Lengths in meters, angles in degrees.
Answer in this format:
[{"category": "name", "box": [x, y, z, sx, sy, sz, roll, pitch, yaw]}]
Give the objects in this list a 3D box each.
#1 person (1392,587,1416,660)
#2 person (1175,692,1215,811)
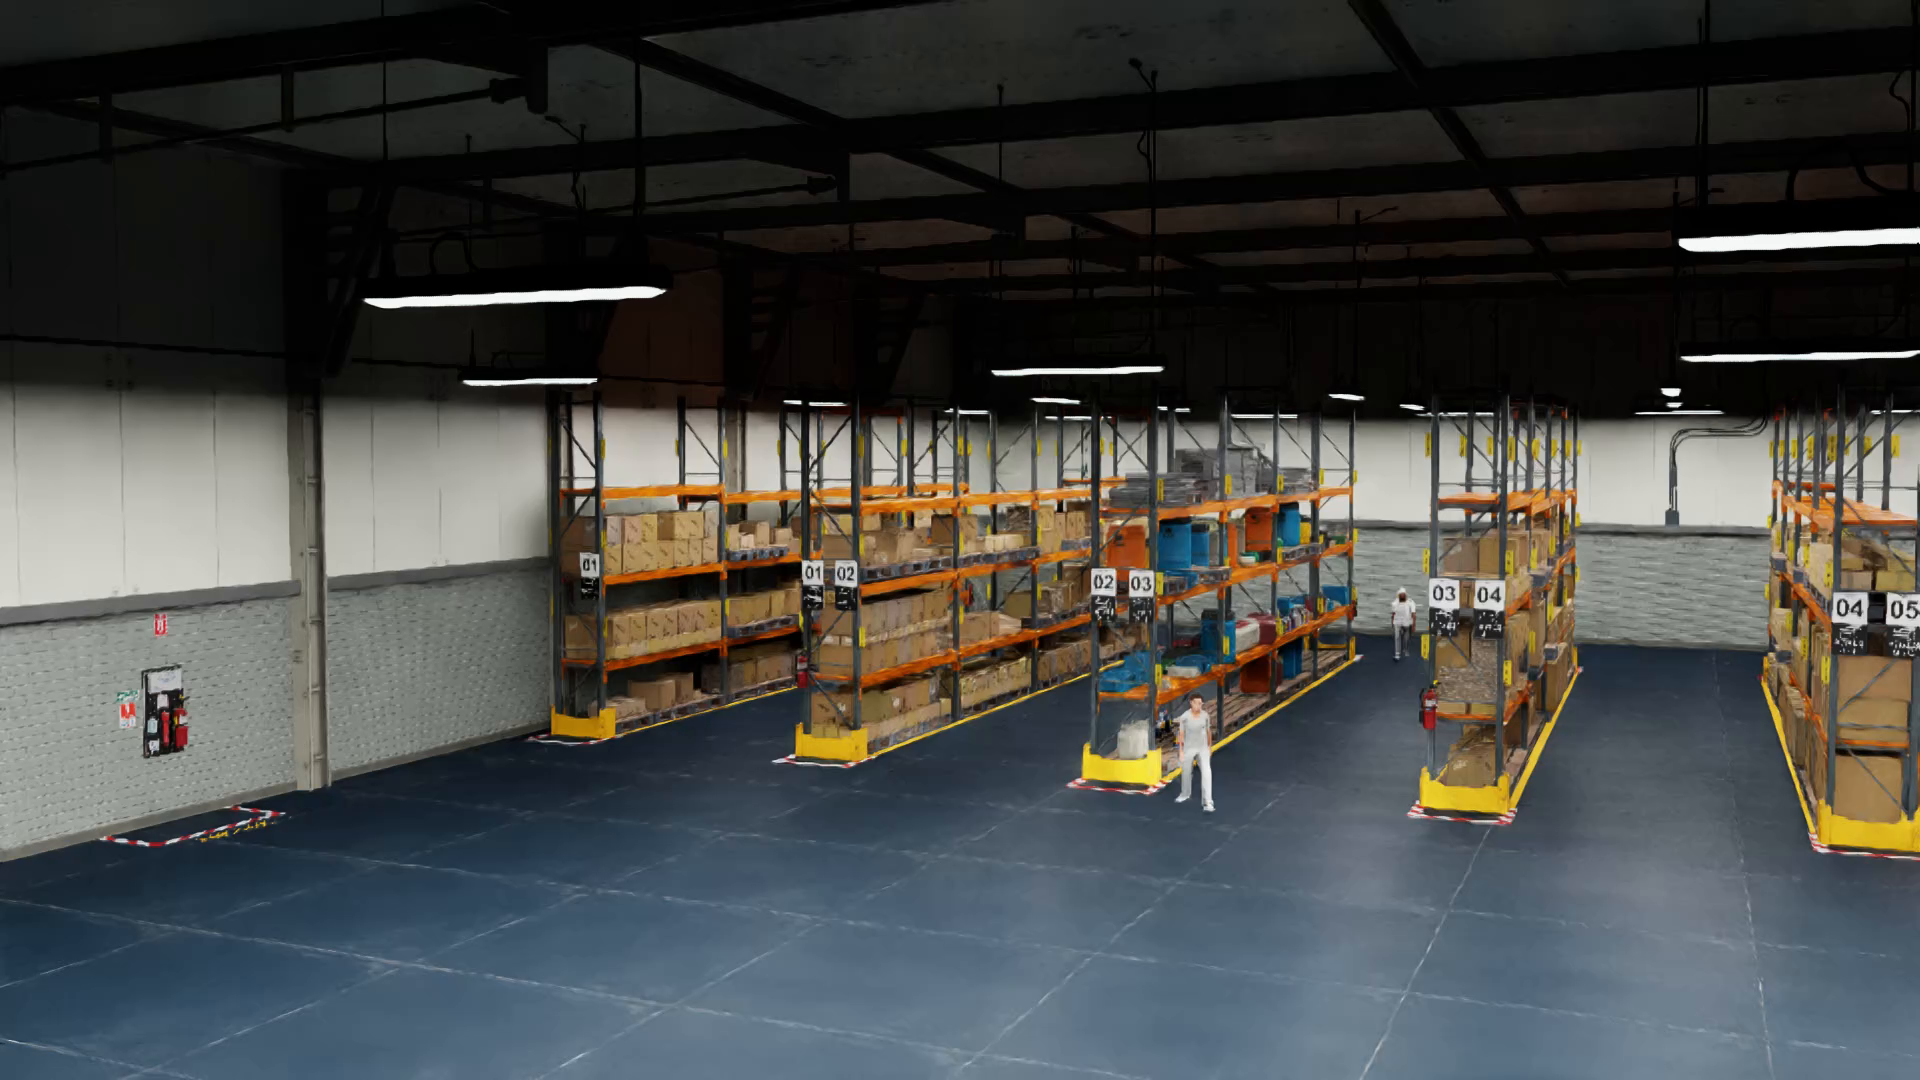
[{"category": "person", "box": [10.495, 1.973, 39.360, 0.591, 1.716, 1.042, 1, 3, 22]}, {"category": "person", "box": [3.272, 2.918, 23.116, 0.483, 1.622, 0.950, 0, 3, 1]}]
